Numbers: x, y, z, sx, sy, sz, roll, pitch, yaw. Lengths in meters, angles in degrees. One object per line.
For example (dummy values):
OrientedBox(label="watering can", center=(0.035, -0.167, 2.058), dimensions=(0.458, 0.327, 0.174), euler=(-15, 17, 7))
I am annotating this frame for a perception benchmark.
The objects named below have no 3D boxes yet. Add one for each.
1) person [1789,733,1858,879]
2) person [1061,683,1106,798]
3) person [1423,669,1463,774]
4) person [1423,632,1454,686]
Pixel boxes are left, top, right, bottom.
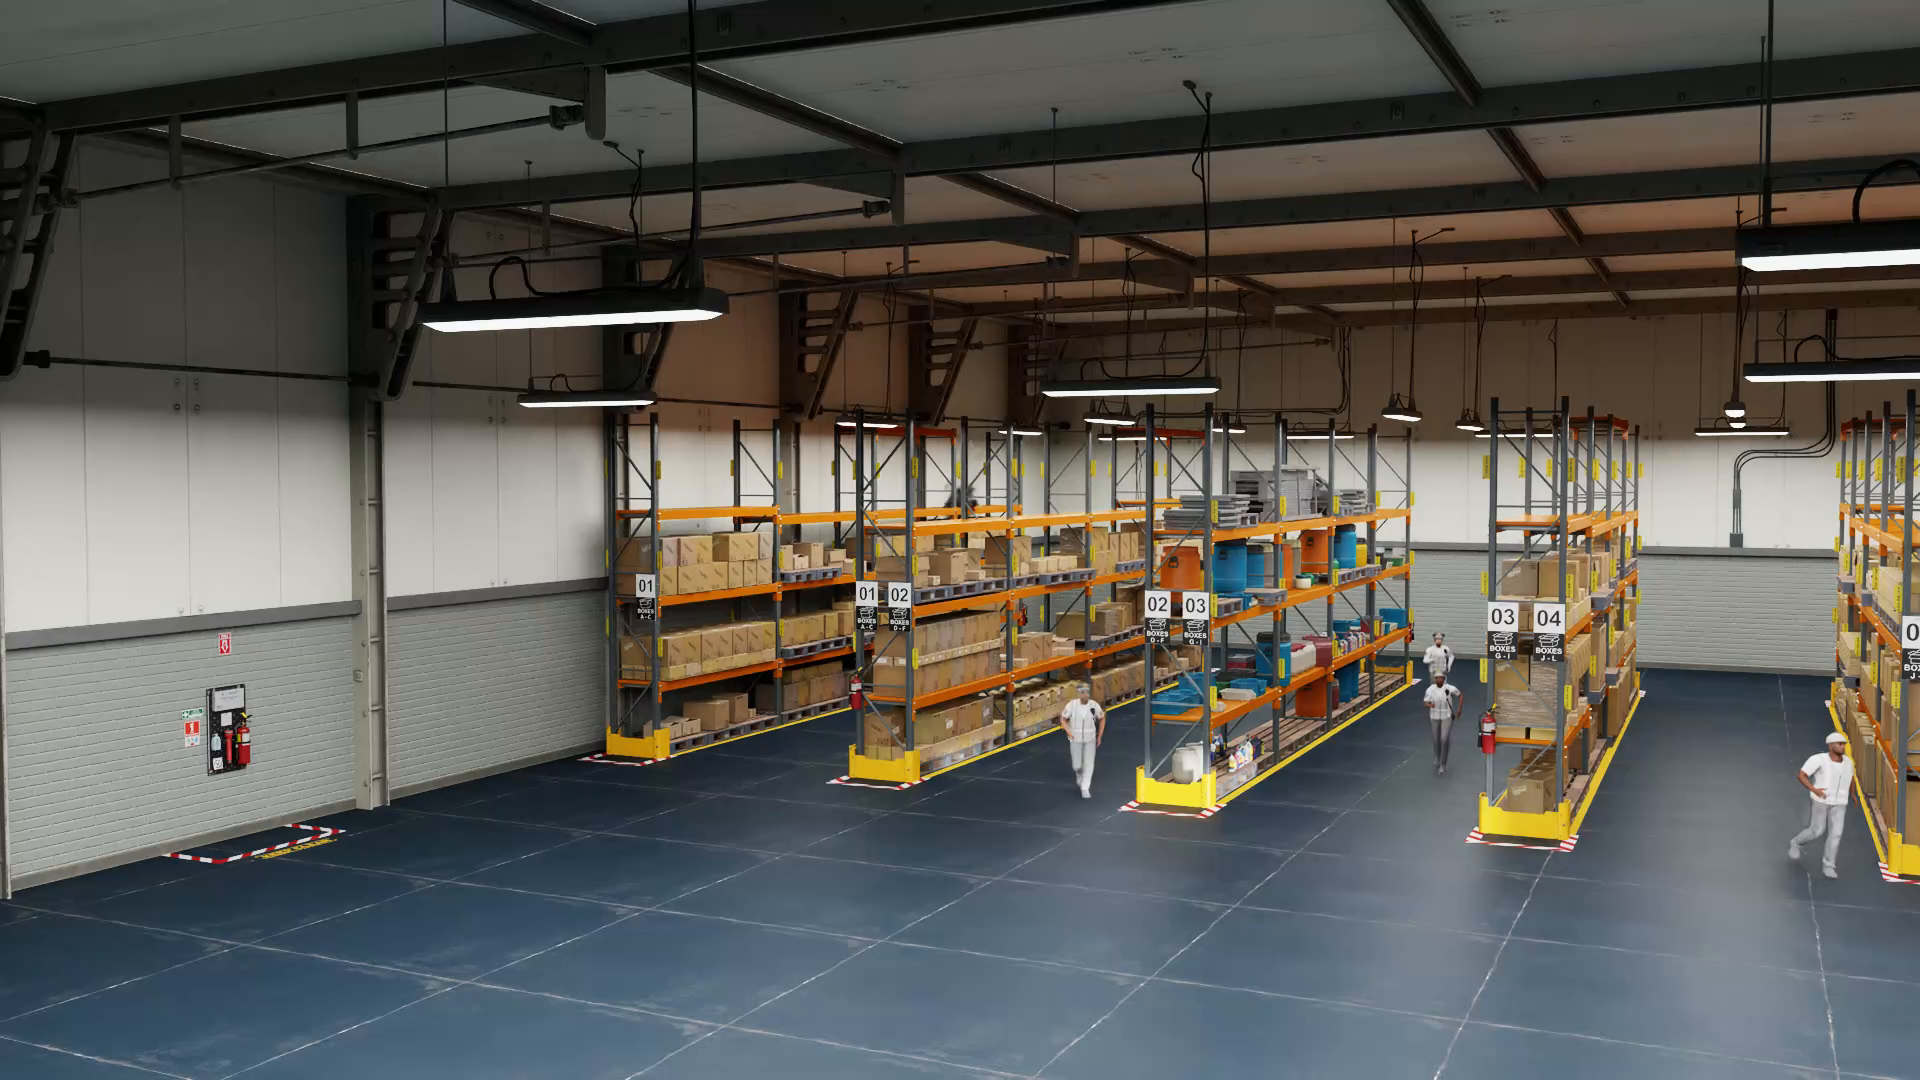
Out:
OrientedBox(label="person", center=(10.835, 3.261, 20.676), dimensions=(0.765, 1.726, 0.919), euler=(0, 2, -1))
OrientedBox(label="person", center=(1.899, 3.070, 25.641), dimensions=(0.697, 1.758, 0.585), euler=(0, 2, 4))
OrientedBox(label="person", center=(8.026, 2.998, 27.655), dimensions=(0.586, 1.736, 0.880), euler=(1, 3, 28))
OrientedBox(label="person", center=(9.682, 2.720, 33.651), dimensions=(0.600, 1.726, 0.778), euler=(1, 2, 16))
